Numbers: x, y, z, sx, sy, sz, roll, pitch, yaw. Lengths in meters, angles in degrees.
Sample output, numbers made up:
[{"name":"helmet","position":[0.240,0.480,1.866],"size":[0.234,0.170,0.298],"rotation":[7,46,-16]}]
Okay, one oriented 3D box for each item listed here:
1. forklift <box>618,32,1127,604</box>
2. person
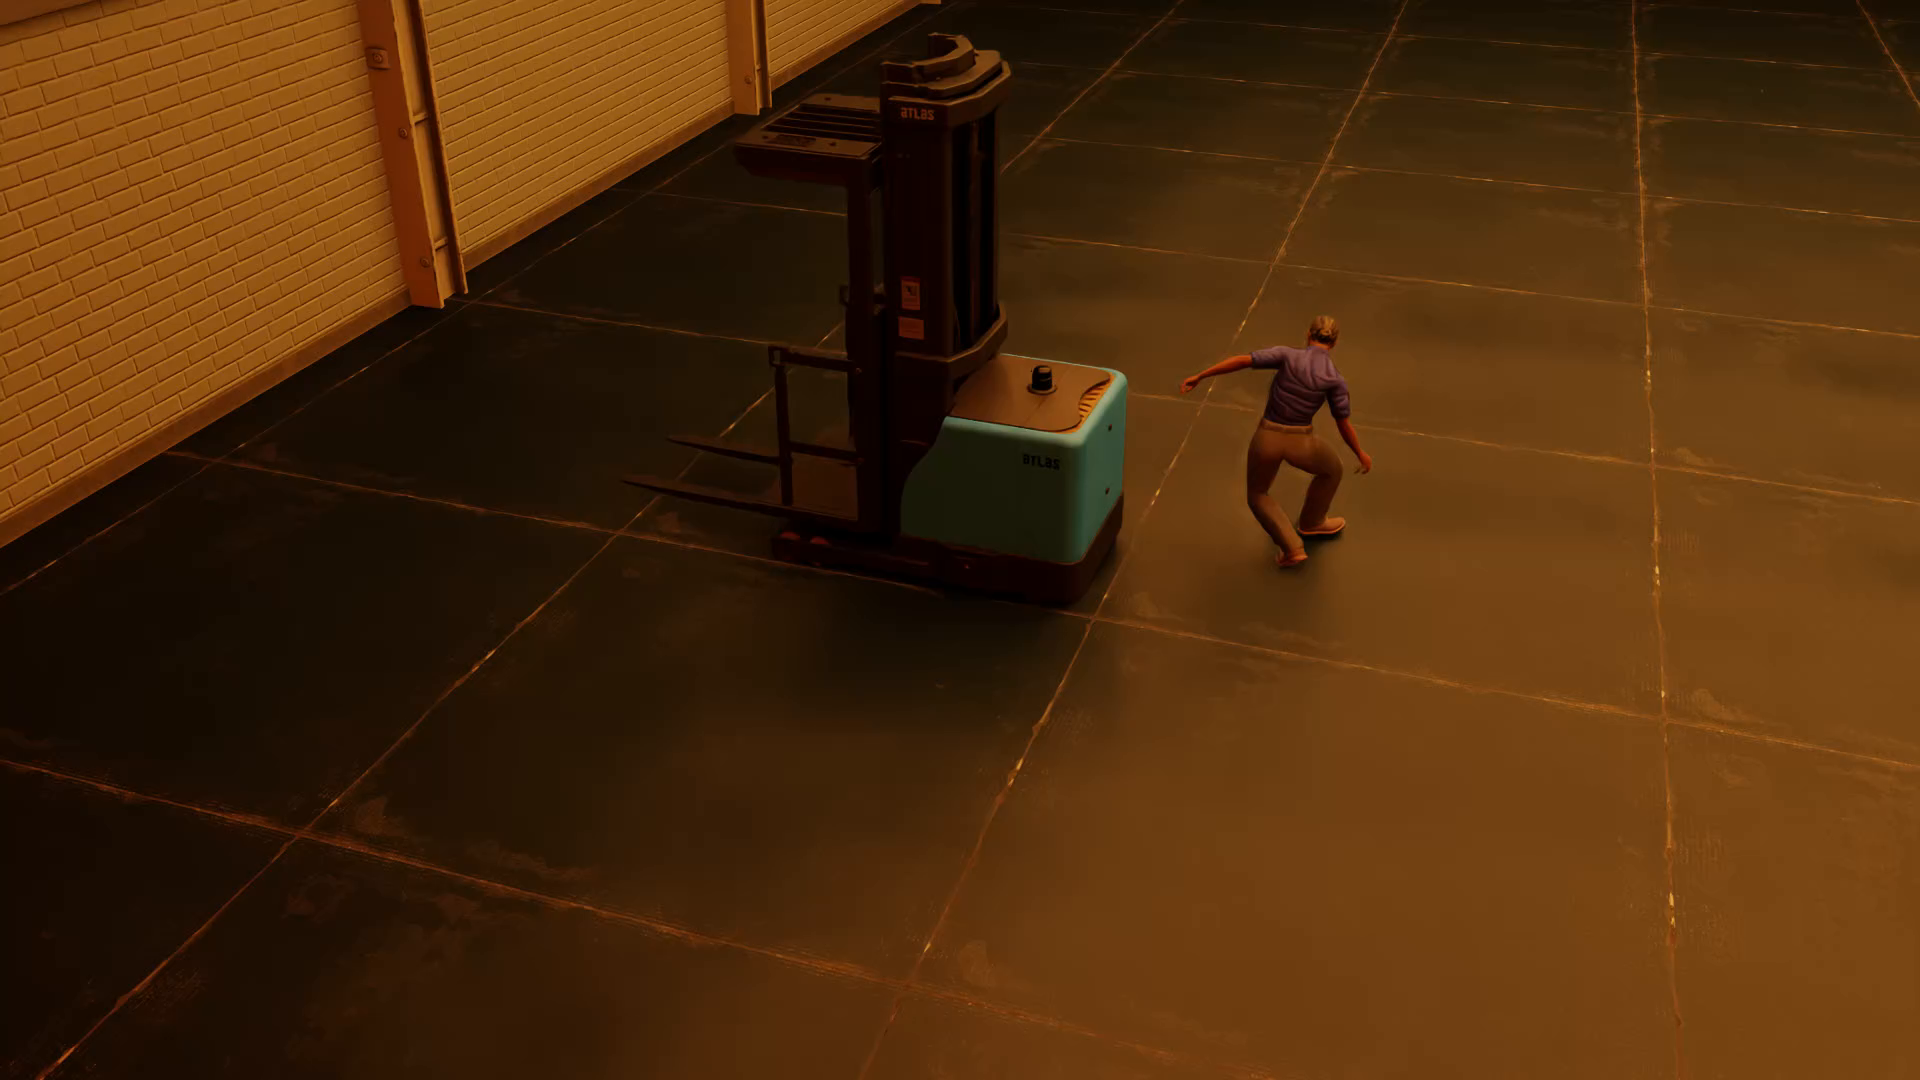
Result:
[{"name":"forklift","position":[-0.589,-1.355,9.514],"size":[3.031,2.935,1.130],"rotation":[10,31,17]},{"name":"person","position":[1.838,-0.589,9.671],"size":[1.105,1.449,0.659],"rotation":[8,31,14]}]
